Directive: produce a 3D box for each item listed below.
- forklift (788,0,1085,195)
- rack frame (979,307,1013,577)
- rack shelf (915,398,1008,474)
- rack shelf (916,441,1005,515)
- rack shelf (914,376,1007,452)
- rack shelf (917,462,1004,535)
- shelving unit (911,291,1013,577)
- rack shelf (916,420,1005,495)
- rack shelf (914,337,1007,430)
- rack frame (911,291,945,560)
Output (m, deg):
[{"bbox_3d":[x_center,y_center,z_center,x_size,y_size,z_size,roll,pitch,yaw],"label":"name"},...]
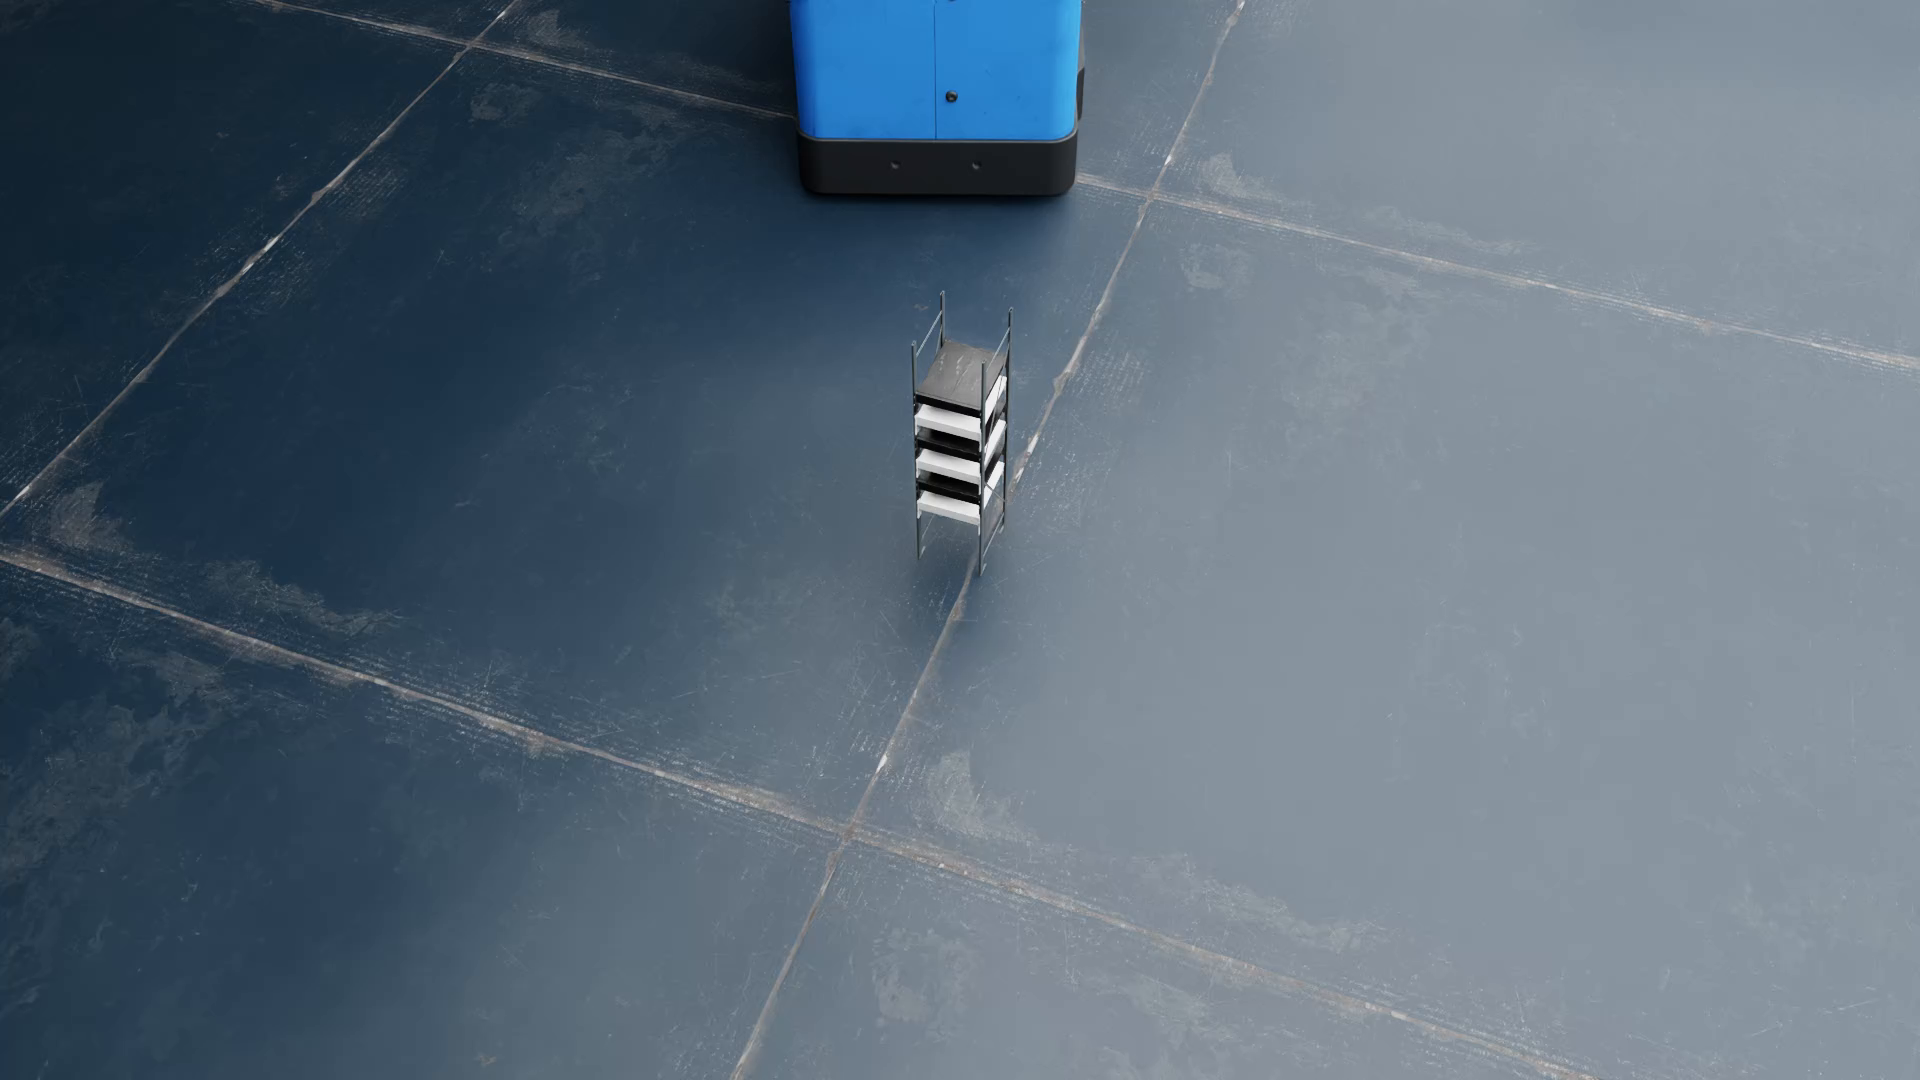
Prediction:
[{"bbox_3d":[-0.067,-3.363,6.225,1.130,2.935,3.031,1,49,1],"label":"forklift"},{"bbox_3d":[0.103,-0.266,4.885,0.006,0.900,0.240,16,51,13],"label":"rack frame"},{"bbox_3d":[0.008,-0.330,4.865,0.200,0.077,0.258,16,51,13],"label":"rack shelf"},{"bbox_3d":[0.008,-0.212,5.001,0.200,0.077,0.258,16,51,13],"label":"rack shelf"},{"bbox_3d":[0.008,-0.389,4.797,0.200,0.077,0.258,16,51,13],"label":"rack shelf"},{"bbox_3d":[0.008,-0.153,5.069,0.200,0.077,0.258,16,51,13],"label":"rack shelf"},{"bbox_3d":[0.008,-0.293,4.908,0.210,0.900,0.258,16,51,13],"label":"shelving unit"},{"bbox_3d":[0.008,-0.271,4.933,0.200,0.077,0.258,16,51,13],"label":"rack shelf"},{"bbox_3d":[0.008,-0.448,4.729,0.200,0.077,0.258,16,51,13],"label":"rack shelf"},{"bbox_3d":[-0.088,-0.319,4.931,0.006,0.900,0.240,16,51,13],"label":"rack frame"}]
